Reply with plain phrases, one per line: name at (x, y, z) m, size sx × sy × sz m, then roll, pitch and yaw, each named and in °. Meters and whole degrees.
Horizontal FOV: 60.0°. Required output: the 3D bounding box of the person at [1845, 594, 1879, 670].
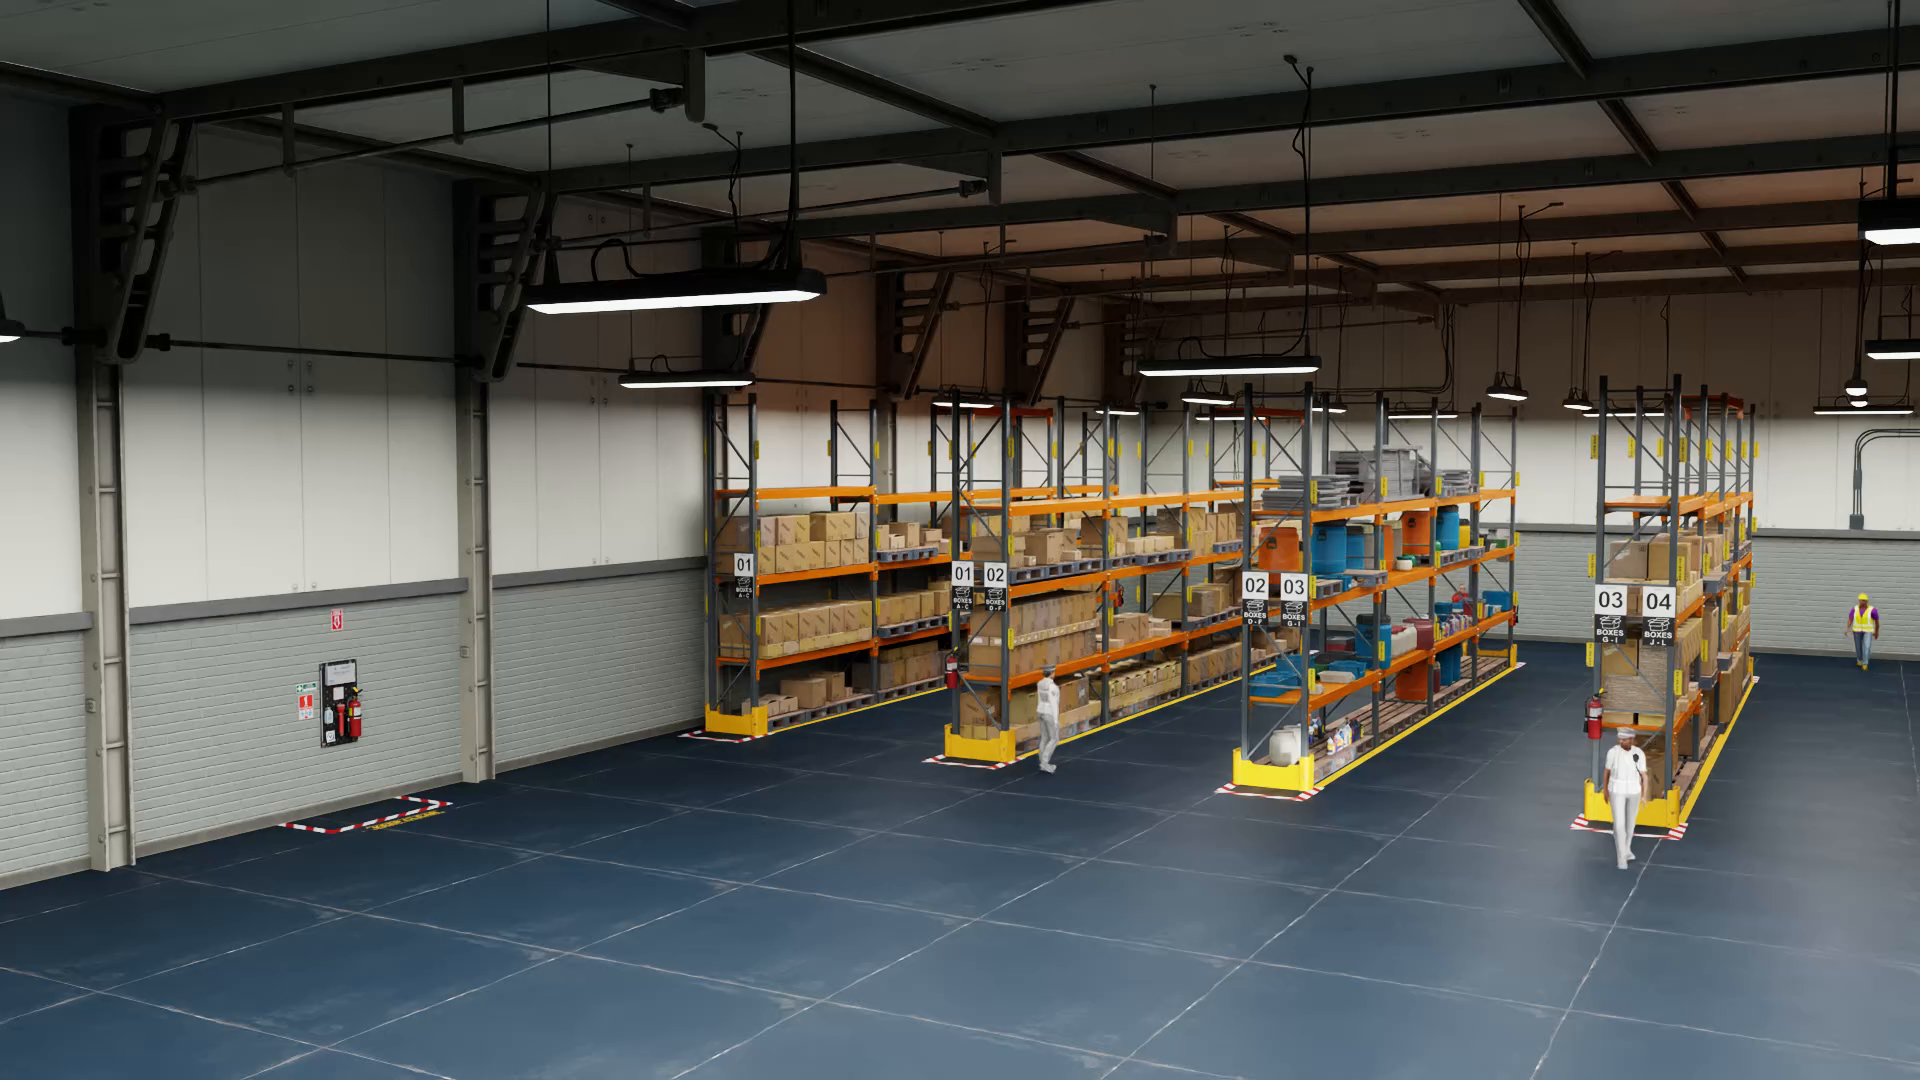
person at (20.559, 2.081, 37.889) m, size 0.672 × 1.704 × 1.077 m, roll 2°, pitch 4°, yaw 31°

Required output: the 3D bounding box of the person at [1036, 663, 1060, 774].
person at (1.356, 2.785, 25.983) m, size 0.388 × 1.707 × 0.549 m, roll -2°, pitch 3°, yaw -26°

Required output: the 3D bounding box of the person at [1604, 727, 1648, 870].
person at (8.049, 3.108, 20.109) m, size 0.471 × 1.731 × 0.666 m, roll 1°, pitch 3°, yaw 11°

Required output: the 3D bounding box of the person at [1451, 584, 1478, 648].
person at (12.756, 1.915, 42.170) m, size 0.523 × 1.611 × 1.087 m, roll -2°, pitch 4°, yaw -30°
